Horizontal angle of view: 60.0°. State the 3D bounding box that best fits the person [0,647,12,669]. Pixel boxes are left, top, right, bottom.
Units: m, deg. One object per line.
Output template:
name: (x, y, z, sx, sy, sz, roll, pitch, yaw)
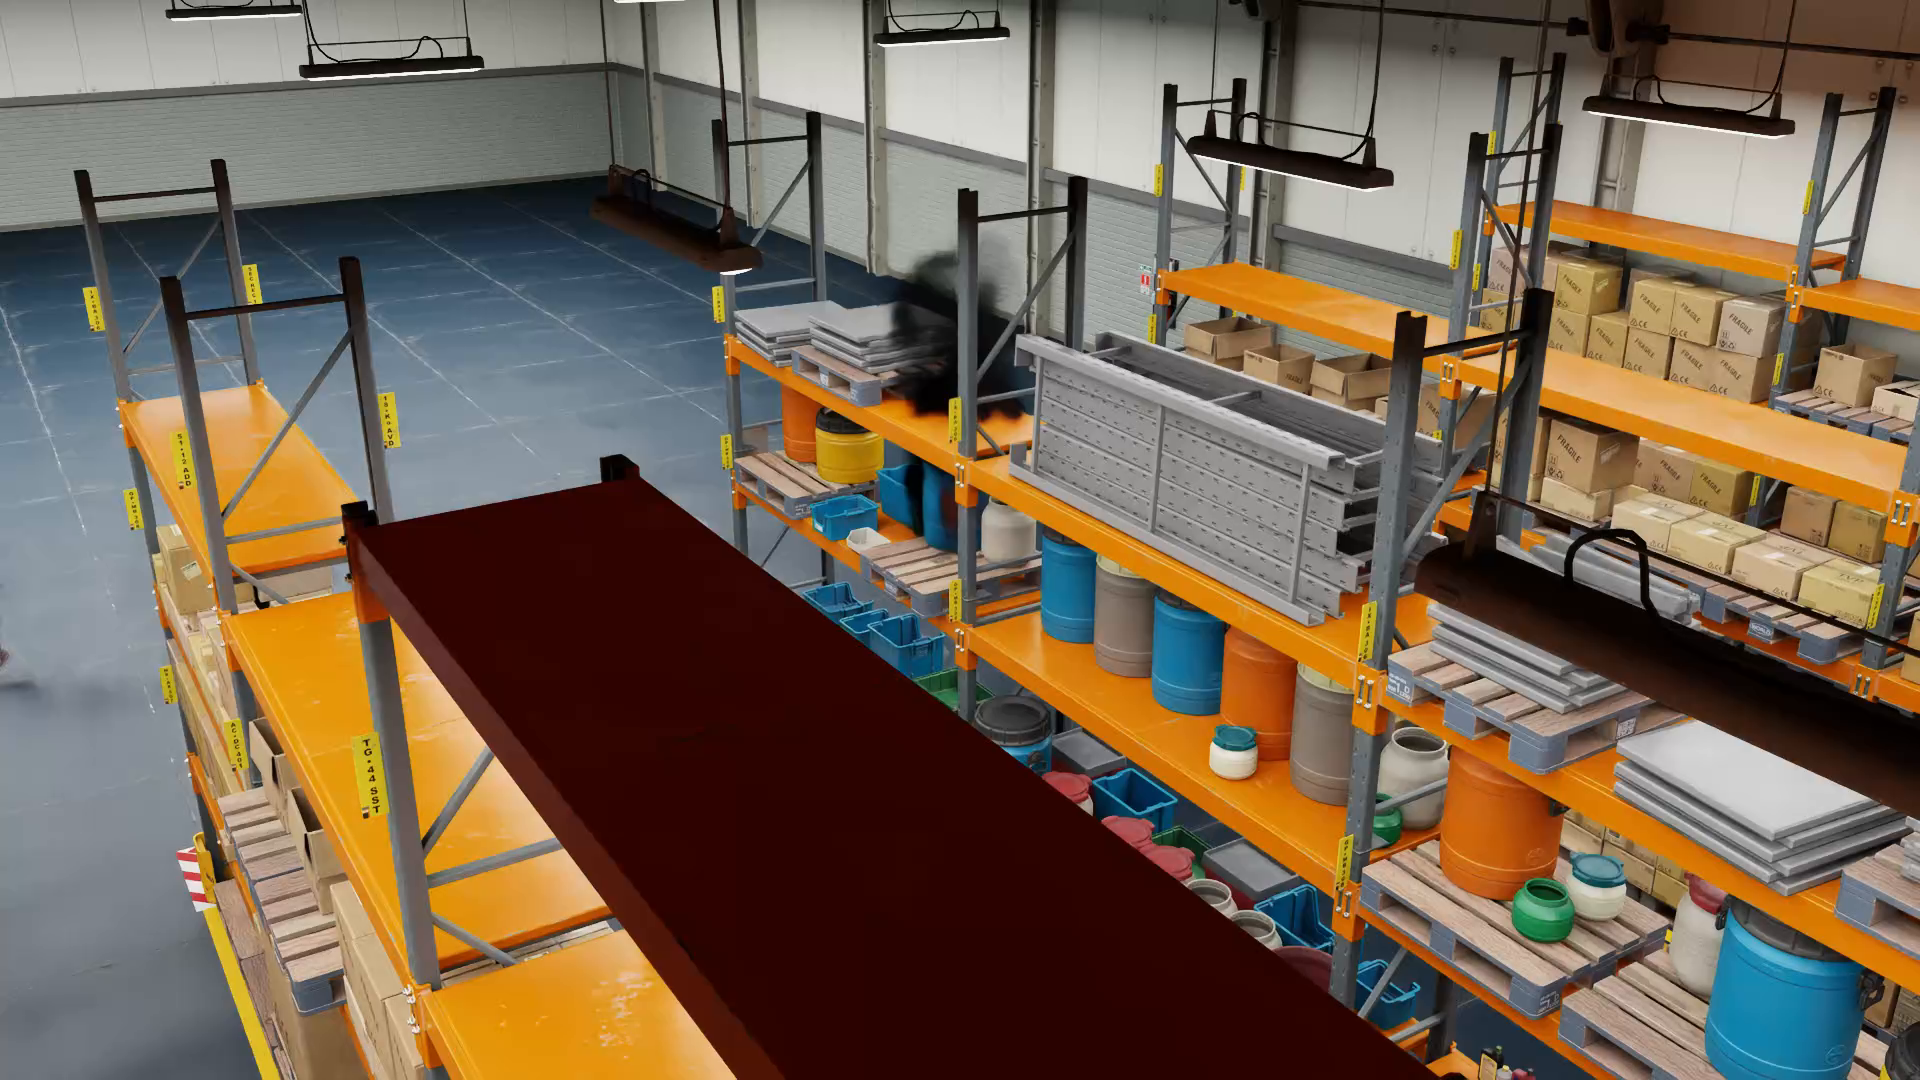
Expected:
person: (-10.495, 0.744, 17.294, 0.920, 1.658, 0.581, -3, 22, -8)
